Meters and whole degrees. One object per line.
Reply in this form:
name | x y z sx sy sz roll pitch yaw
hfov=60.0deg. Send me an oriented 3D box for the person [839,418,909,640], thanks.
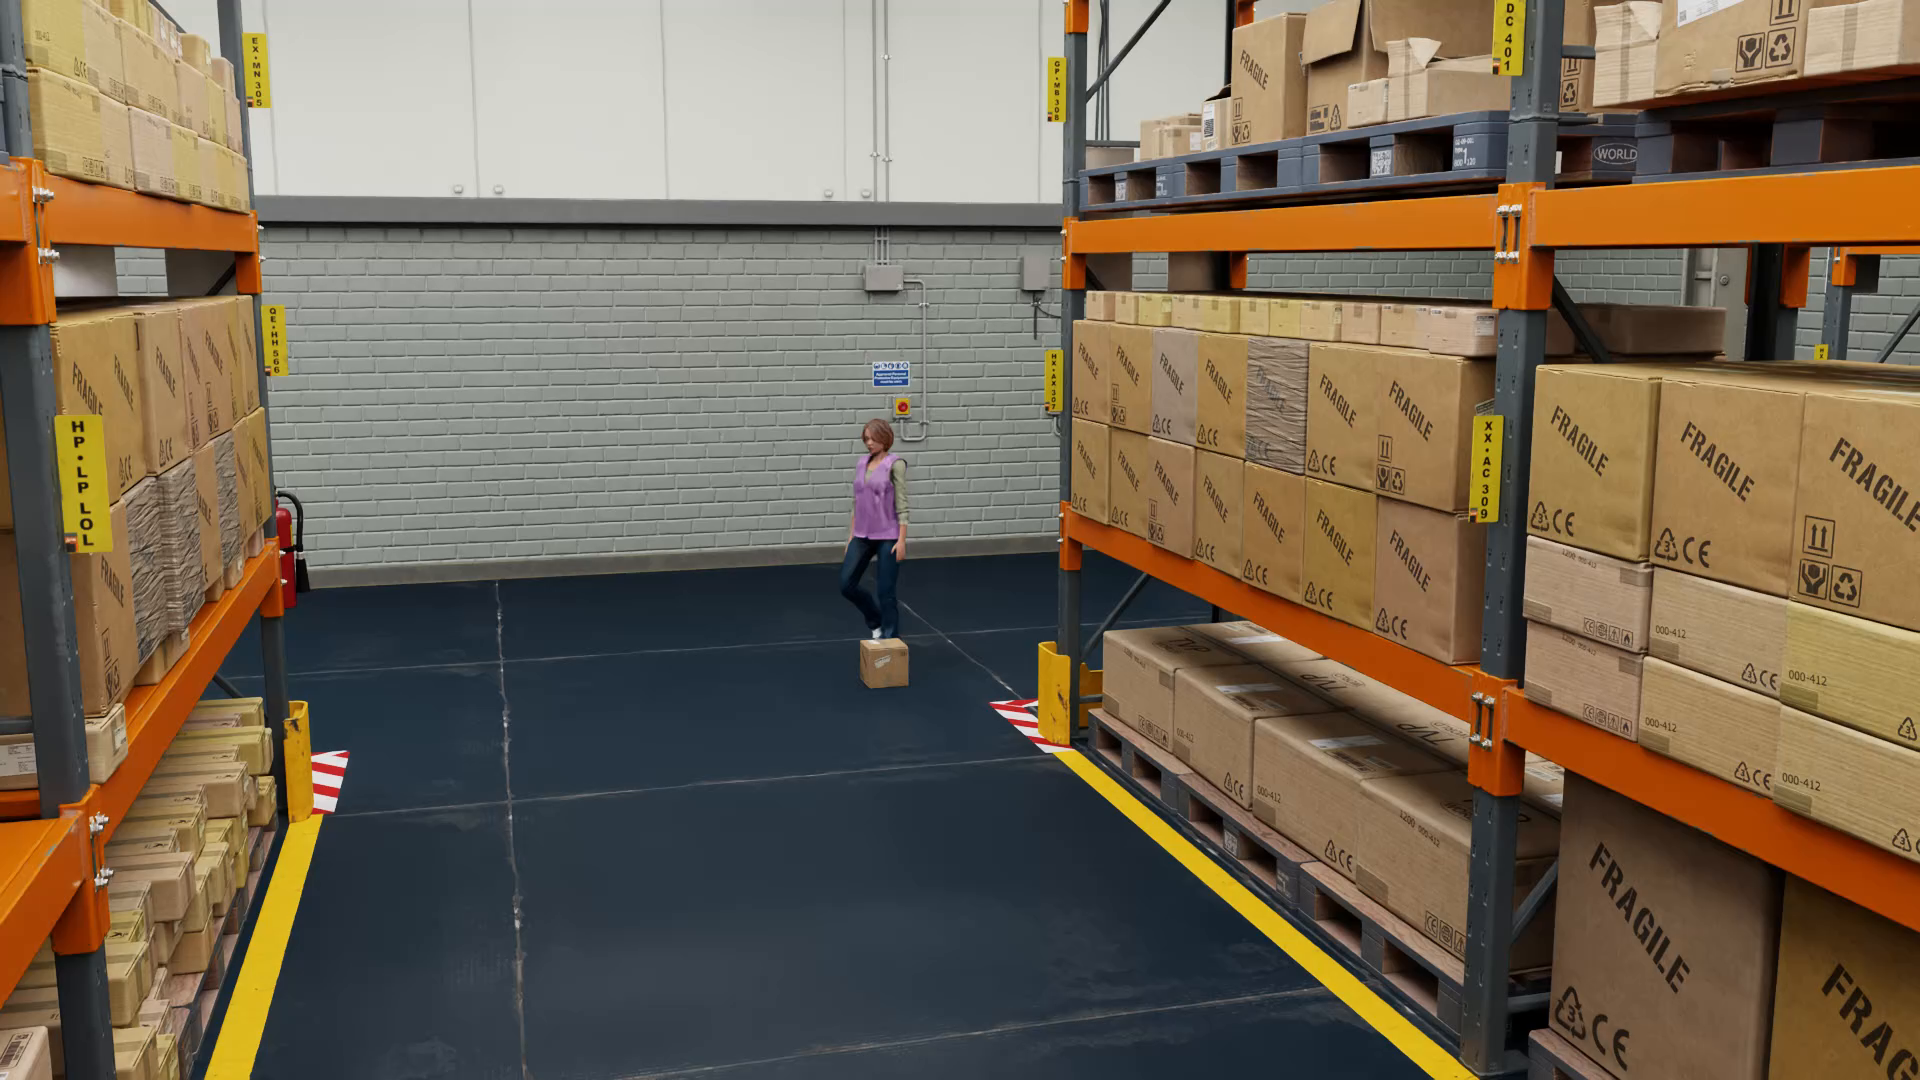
person | -0.545 0.016 10.834 0.453 1.583 0.445 6 11 30
